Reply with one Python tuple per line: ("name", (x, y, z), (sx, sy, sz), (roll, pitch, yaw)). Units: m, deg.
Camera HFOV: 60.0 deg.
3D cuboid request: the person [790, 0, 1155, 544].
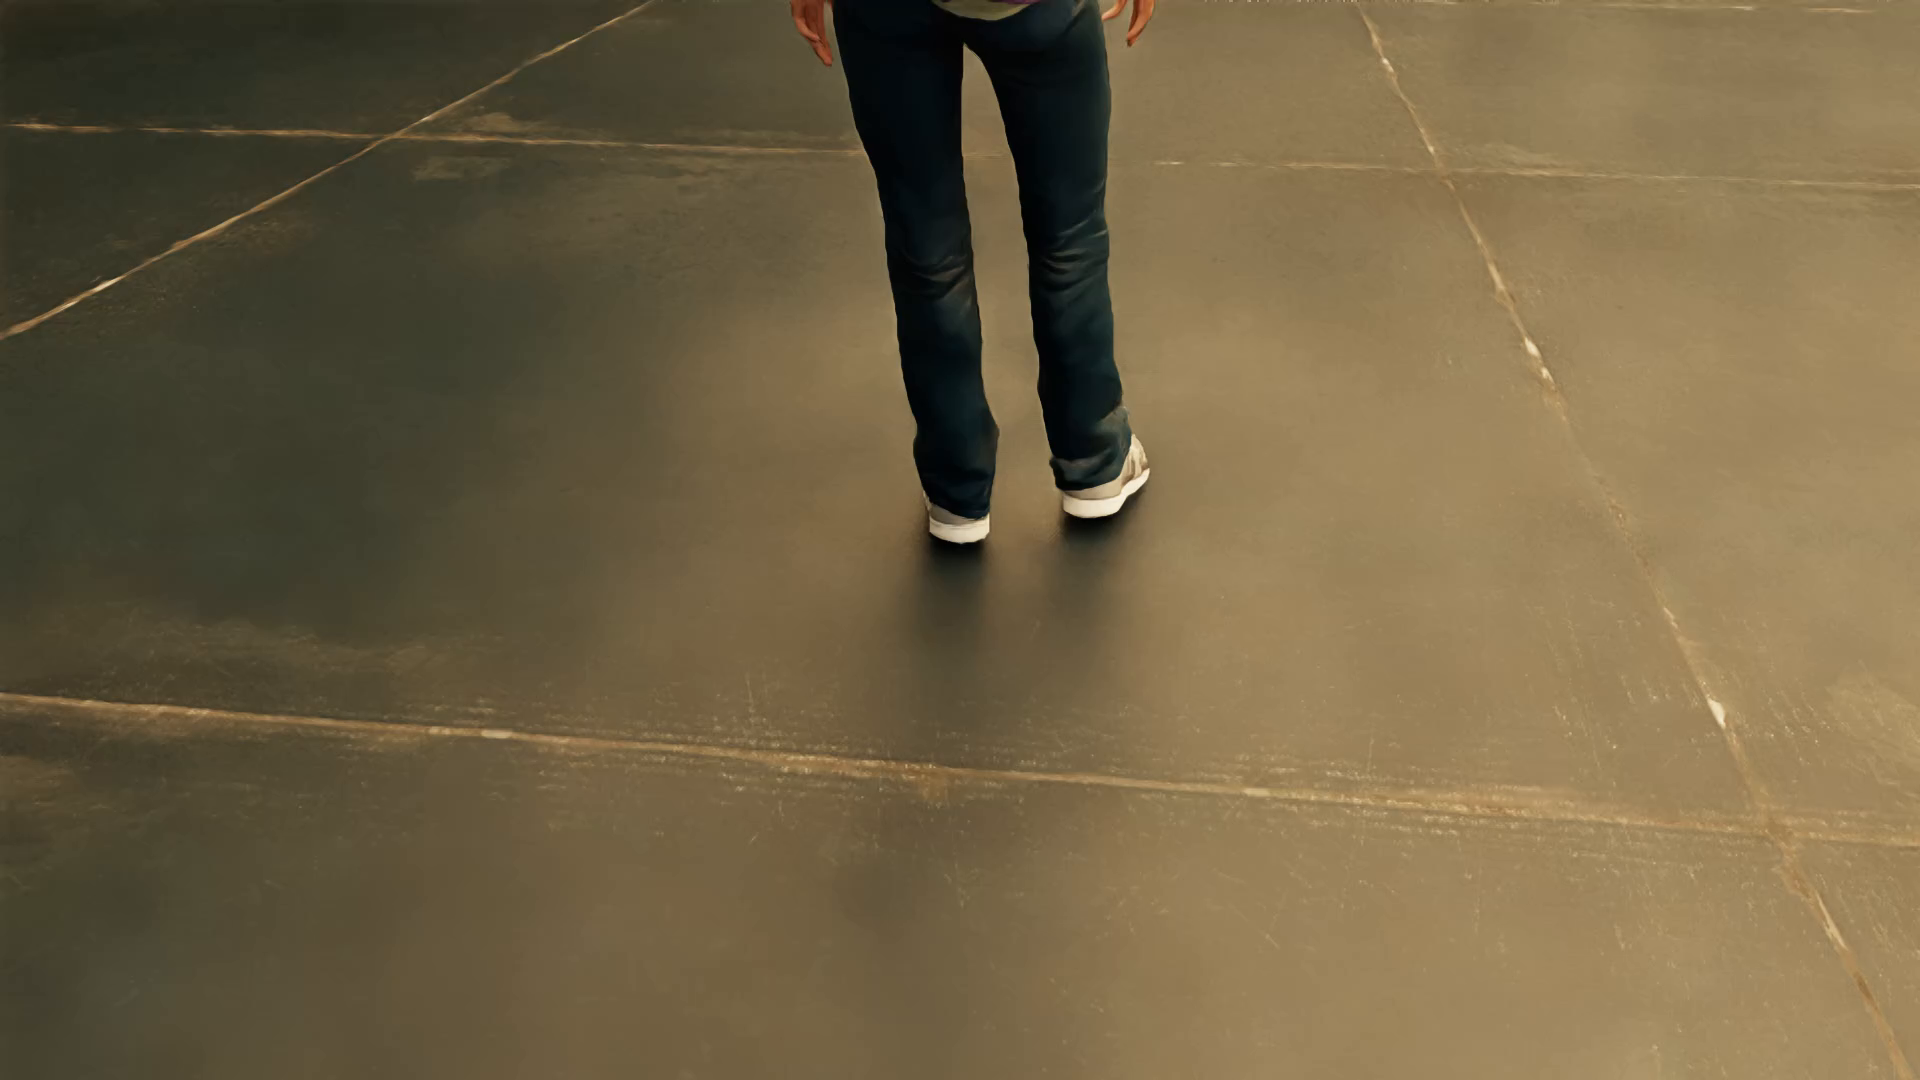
("person", (0.024, -0.753, 2.205), (0.520, 1.597, 0.474), (3, 27, 7))
